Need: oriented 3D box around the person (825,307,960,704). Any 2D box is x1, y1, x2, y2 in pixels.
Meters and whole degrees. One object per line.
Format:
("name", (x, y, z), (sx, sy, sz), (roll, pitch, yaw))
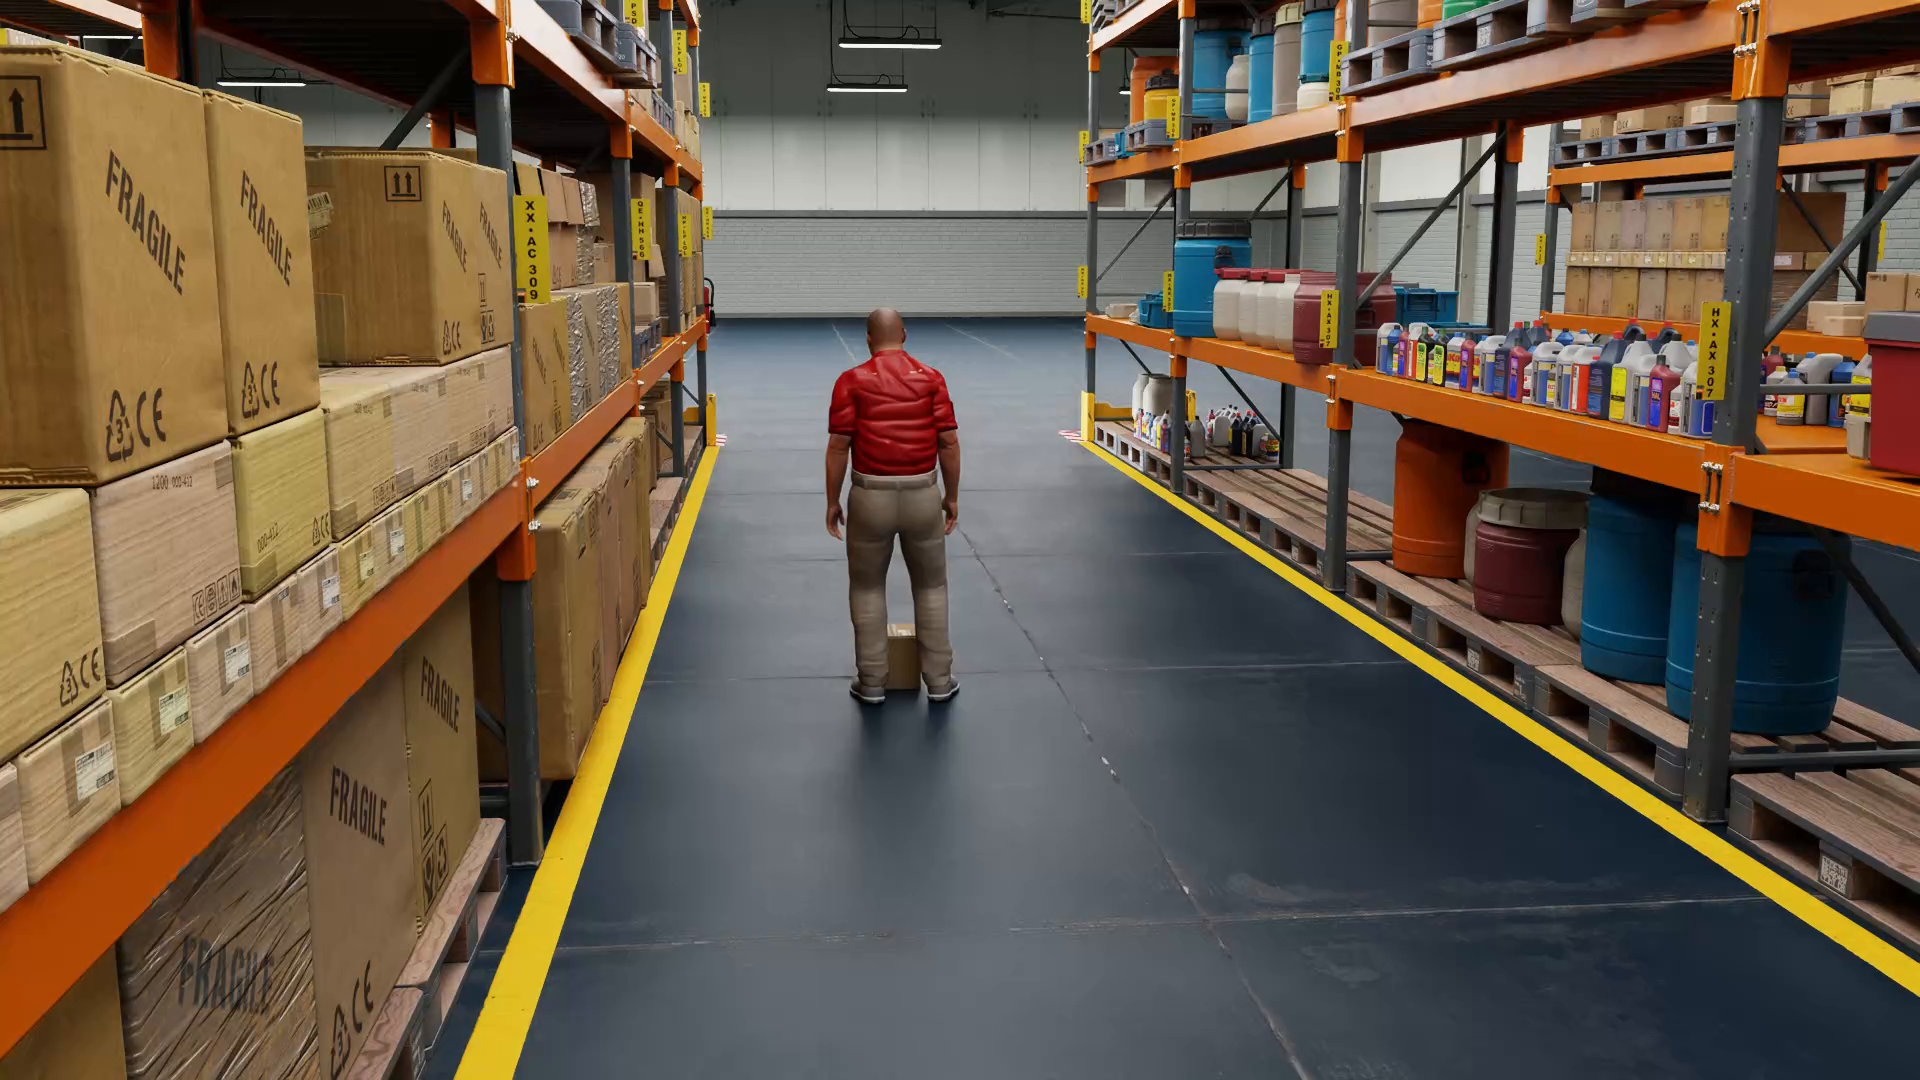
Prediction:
("person", (-0.288, -0.149, 7.287), (0.606, 1.728, 0.386), (-2, 10, -9))
